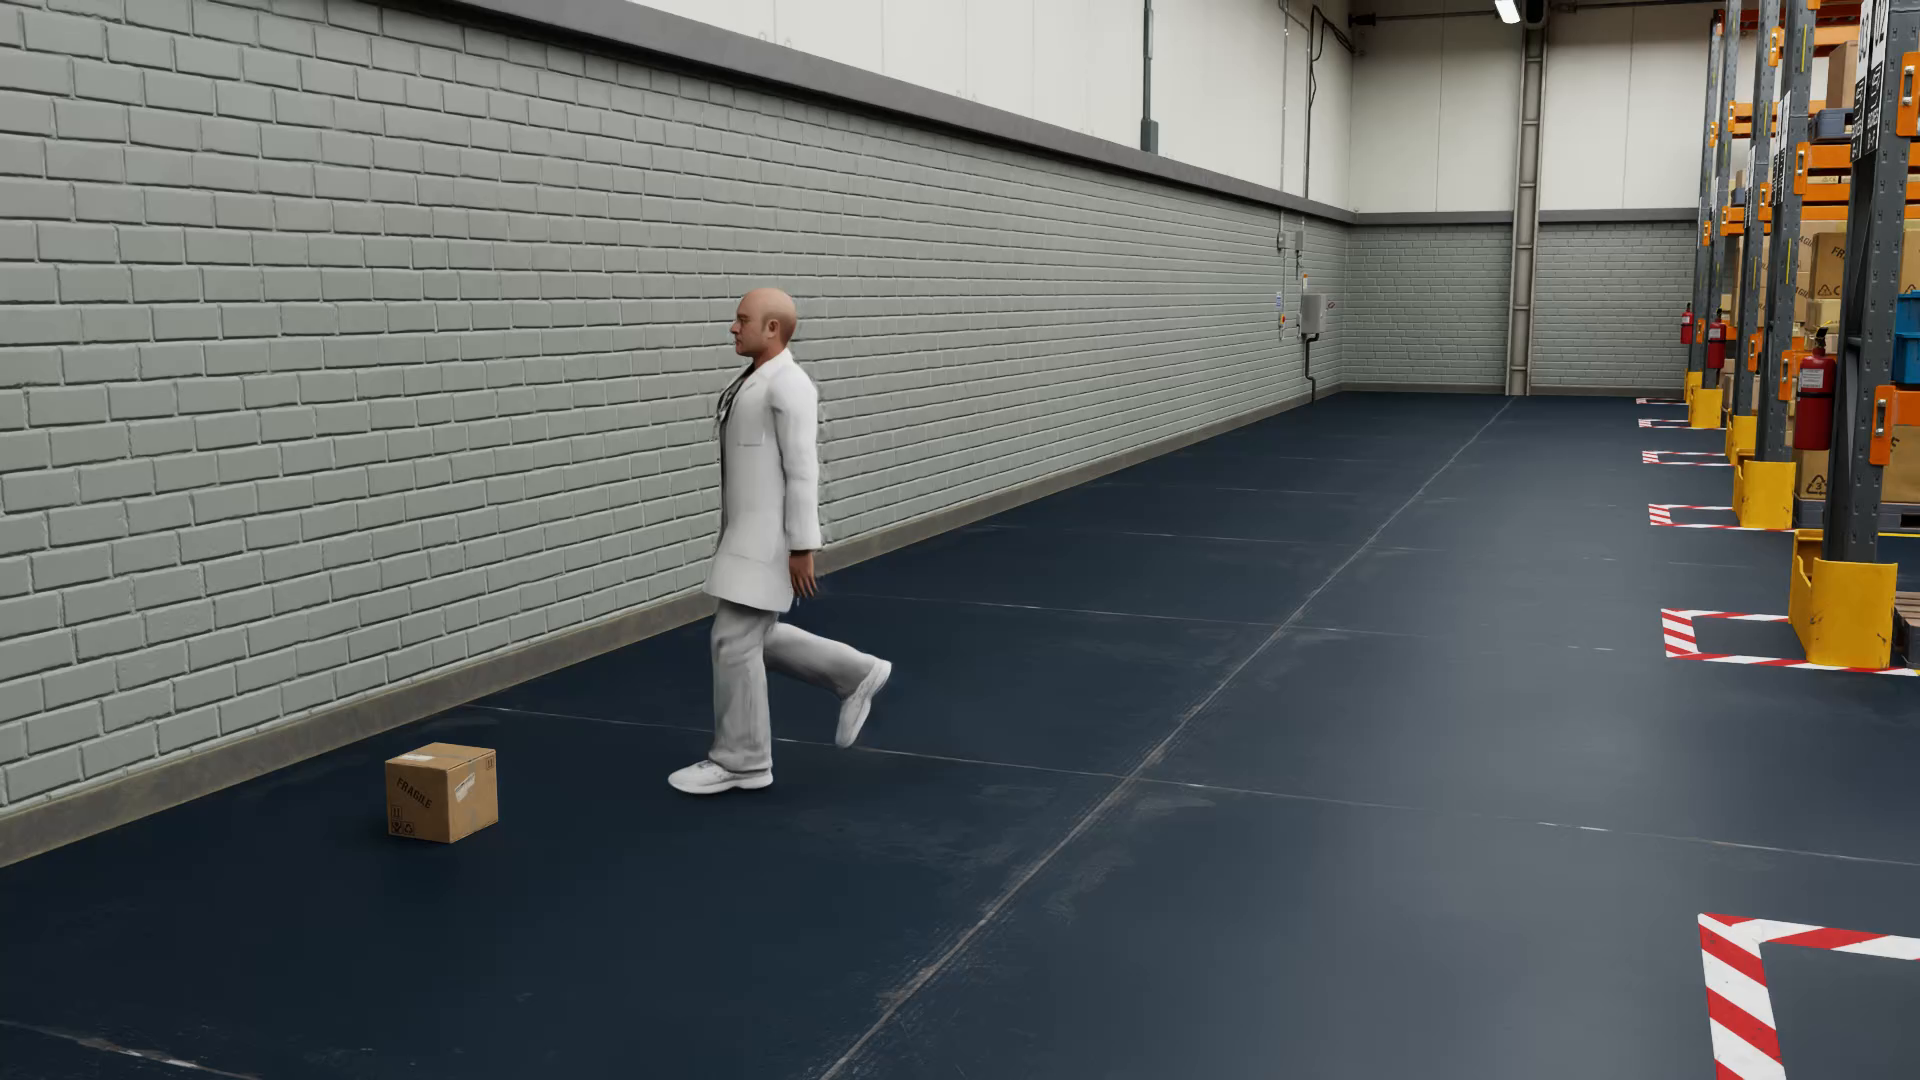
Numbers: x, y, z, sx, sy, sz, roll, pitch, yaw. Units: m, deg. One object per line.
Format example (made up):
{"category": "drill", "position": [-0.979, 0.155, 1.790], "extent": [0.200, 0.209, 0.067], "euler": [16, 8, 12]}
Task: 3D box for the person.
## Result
{"category": "person", "position": [-0.640, -0.013, 5.920], "extent": [0.873, 1.754, 0.590], "euler": [-3, 9, -19]}
